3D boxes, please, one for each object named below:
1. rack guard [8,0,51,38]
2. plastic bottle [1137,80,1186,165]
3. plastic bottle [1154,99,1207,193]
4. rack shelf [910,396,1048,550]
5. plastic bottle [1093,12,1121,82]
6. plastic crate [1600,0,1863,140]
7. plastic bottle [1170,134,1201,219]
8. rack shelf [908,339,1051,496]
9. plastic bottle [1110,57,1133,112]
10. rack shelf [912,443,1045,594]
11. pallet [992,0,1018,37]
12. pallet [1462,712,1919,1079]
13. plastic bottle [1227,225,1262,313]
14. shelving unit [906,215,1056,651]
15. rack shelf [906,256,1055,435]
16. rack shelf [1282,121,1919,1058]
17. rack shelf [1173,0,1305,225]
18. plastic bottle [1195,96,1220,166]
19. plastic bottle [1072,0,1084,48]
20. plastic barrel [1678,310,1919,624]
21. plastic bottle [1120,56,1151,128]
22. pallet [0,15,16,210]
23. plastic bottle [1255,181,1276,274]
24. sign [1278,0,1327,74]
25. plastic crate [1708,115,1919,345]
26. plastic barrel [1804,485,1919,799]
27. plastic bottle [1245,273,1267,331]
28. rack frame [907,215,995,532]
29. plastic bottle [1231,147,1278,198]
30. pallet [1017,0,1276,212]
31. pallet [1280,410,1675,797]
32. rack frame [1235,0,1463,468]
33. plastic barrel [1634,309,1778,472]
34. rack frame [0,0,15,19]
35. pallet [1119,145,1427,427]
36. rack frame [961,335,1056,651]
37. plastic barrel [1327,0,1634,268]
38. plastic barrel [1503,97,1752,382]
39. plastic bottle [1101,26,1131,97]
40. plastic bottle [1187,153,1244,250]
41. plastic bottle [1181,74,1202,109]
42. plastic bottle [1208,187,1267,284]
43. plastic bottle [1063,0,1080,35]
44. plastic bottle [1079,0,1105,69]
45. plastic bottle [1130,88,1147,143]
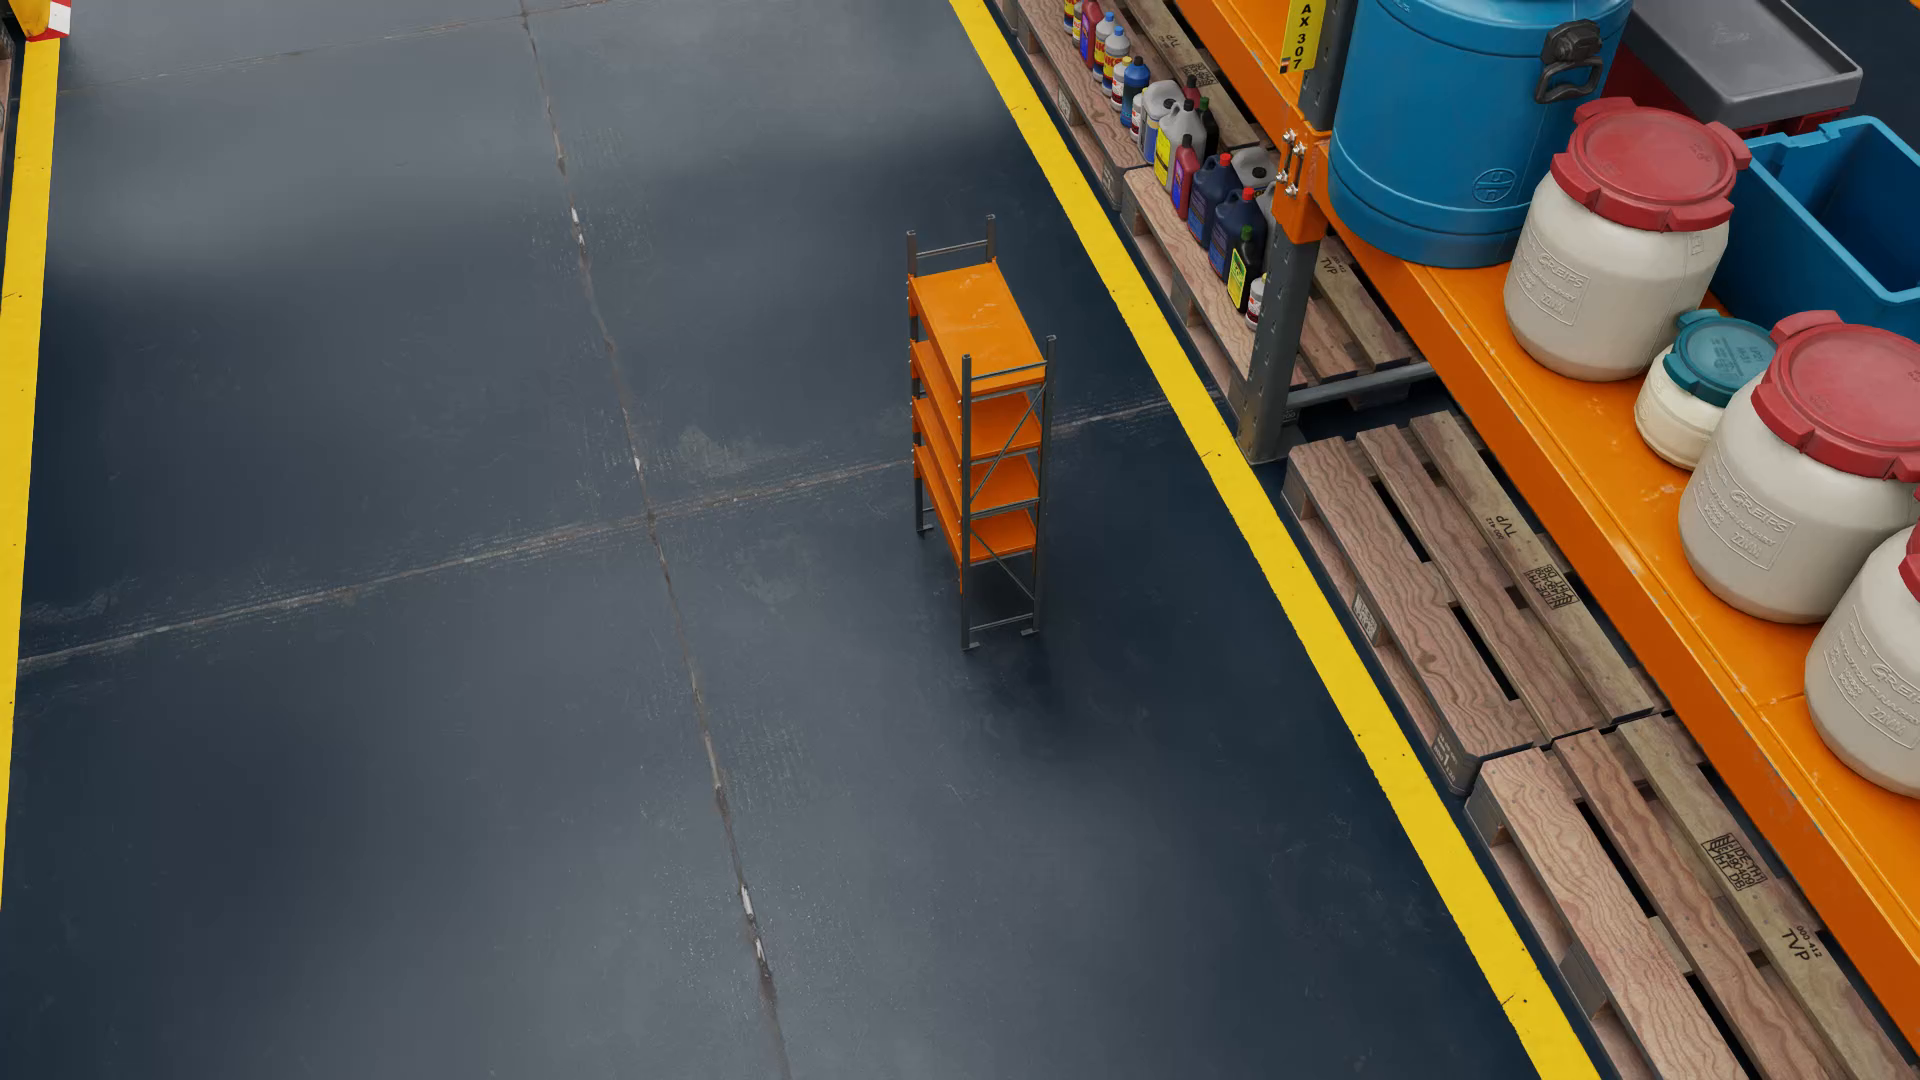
[{"bbox_3d":[-4.483,-2.301,6.863,1.175,0.500,0.348,-13,51,-11],"label":"rack guard"},{"bbox_3d":[0.747,-1.526,6.068,0.152,0.276,0.135,-12,51,-10],"label":"plastic bottle"},{"bbox_3d":[0.791,-1.430,5.938,0.144,0.351,0.185,-14,51,-11],"label":"plastic bottle"},{"bbox_3d":[0.049,-0.222,4.741,0.258,0.148,0.480,-13,51,-11],"label":"rack shelf"},{"bbox_3d":[0.566,-1.900,6.386,0.097,0.271,0.097,0,50,0],"label":"plastic bottle"},{"bbox_3d":[1.844,-1.097,4.171,0.402,0.464,0.583,-13,51,-11],"label":"plastic crate"},{"bbox_3d":[0.798,-1.282,5.858,0.061,0.283,0.133,-10,51,-9],"label":"plastic bottle"},{"bbox_3d":[0.049,-0.367,4.570,0.258,0.148,0.480,-13,51,-11],"label":"rack shelf"},{"bbox_3d":[0.625,-1.732,6.290,0.097,0.201,0.097,0,50,0],"label":"plastic bottle"},{"bbox_3d":[0.049,-0.094,4.893,0.258,0.148,0.480,-13,51,-11],"label":"rack shelf"},{"bbox_3d":[0.529,-2.744,7.425,1.003,0.211,1.213,-13,51,-11],"label":"pallet"},{"bbox_3d":[2.043,0.995,4.273,1.003,0.211,1.213,-13,51,-11],"label":"pallet"},{"bbox_3d":[0.952,-0.904,5.539,0.061,0.283,0.133,-11,51,-9],"label":"plastic bottle"},{"bbox_3d":[0.049,-0.266,4.689,0.258,1.200,0.503,-13,51,-11],"label":"shelving unit"},{"bbox_3d":[0.049,-0.519,4.389,0.258,0.148,0.480,-13,51,-11],"label":"rack shelf"},{"bbox_3d":[2.000,0.332,3.479,1.077,0.370,4.000,-13,51,-11],"label":"rack shelf"},{"bbox_3d":[0.818,-2.590,5.942,1.077,0.370,4.000,-13,51,-11],"label":"rack shelf"},{"bbox_3d":[0.881,-1.450,6.000,0.061,0.283,0.133,-13,51,-11],"label":"plastic bottle"},{"bbox_3d":[0.495,-2.052,6.560,0.097,0.201,0.097,0,50,0],"label":"plastic bottle"},{"bbox_3d":[1.699,-0.120,3.301,0.433,0.535,0.433,0,50,0],"label":"plastic barrel"},{"bbox_3d":[0.655,-1.679,6.200,0.097,0.271,0.097,0,50,0],"label":"plastic bottle"},{"bbox_3d":[-4.276,-1.607,6.466,1.003,0.211,1.213,-13,51,-11],"label":"pallet"},{"bbox_3d":[1.081,-1.087,5.649,0.144,0.351,0.185,-13,51,-11],"label":"plastic bottle"},{"bbox_3d":[0.880,-1.334,4.231,0.100,0.325,0.005,-13,51,-11],"label":"sign"},{"bbox_3d":[2.032,-0.620,3.821,0.392,0.384,0.575,-13,51,-11],"label":"plastic crate"},{"bbox_3d":[1.827,0.196,3.034,0.433,0.535,0.433,0,50,0],"label":"plastic barrel"},{"bbox_3d":[1.004,-0.795,5.501,0.097,0.201,0.097,0,50,0],"label":"plastic bottle"},{"bbox_3d":[-0.023,-0.444,4.840,0.240,1.200,0.015,-13,51,-11],"label":"rack frame"},{"bbox_3d":[1.021,-1.222,5.812,0.152,0.276,0.135,-13,51,-11],"label":"plastic bottle"},{"bbox_3d":[0.886,-1.855,6.675,1.003,0.211,1.213,-13,51,-11],"label":"pallet"},{"bbox_3d":[1.678,0.103,5.025,1.003,0.211,1.213,-13,51,-11],"label":"pallet"},{"bbox_3d":[1.409,-1.361,4.435,1.000,3.000,0.127,-13,51,-11],"label":"rack frame"},{"bbox_3d":[1.654,-0.315,3.644,0.301,0.262,0.301,0,50,0],"label":"plastic barrel"},{"bbox_3d":[-4.505,-3.162,5.954,1.000,3.000,0.127,-13,51,-11],"label":"rack frame"},{"bbox_3d":[1.250,-0.962,5.923,1.003,0.211,1.213,-13,51,-11],"label":"pallet"},{"bbox_3d":[0.121,-0.088,4.539,0.240,1.200,0.015,-13,51,-11],"label":"rack frame"},{"bbox_3d":[1.234,-1.172,3.948,0.600,0.901,0.708,-13,51,-11],"label":"plastic barrel"},{"bbox_3d":[1.482,-0.656,3.752,0.433,0.535,0.433,0,50,0],"label":"plastic barrel"},{"bbox_3d":[0.596,-1.827,6.325,0.097,0.271,0.097,0,50,0],"label":"plastic bottle"},{"bbox_3d":[0.886,-1.194,5.740,0.144,0.351,0.185,-16,52,-13],"label":"plastic bottle"},{"bbox_3d":[0.848,-1.552,6.086,0.061,0.283,0.133,-13,51,-11],"label":"plastic bottle"},{"bbox_3d":[0.943,-1.054,5.621,0.144,0.351,0.185,-15,51,-12],"label":"plastic bottle"},{"bbox_3d":[0.465,-2.150,6.597,0.097,0.271,0.097,0,50,0],"label":"plastic bottle"},{"bbox_3d":[0.514,-1.984,6.450,0.061,0.283,0.133,-13,51,-10],"label":"plastic bottle"},{"bbox_3d":[0.686,-1.582,6.164,0.097,0.201,0.097,0,50,0],"label":"plastic bottle"}]
